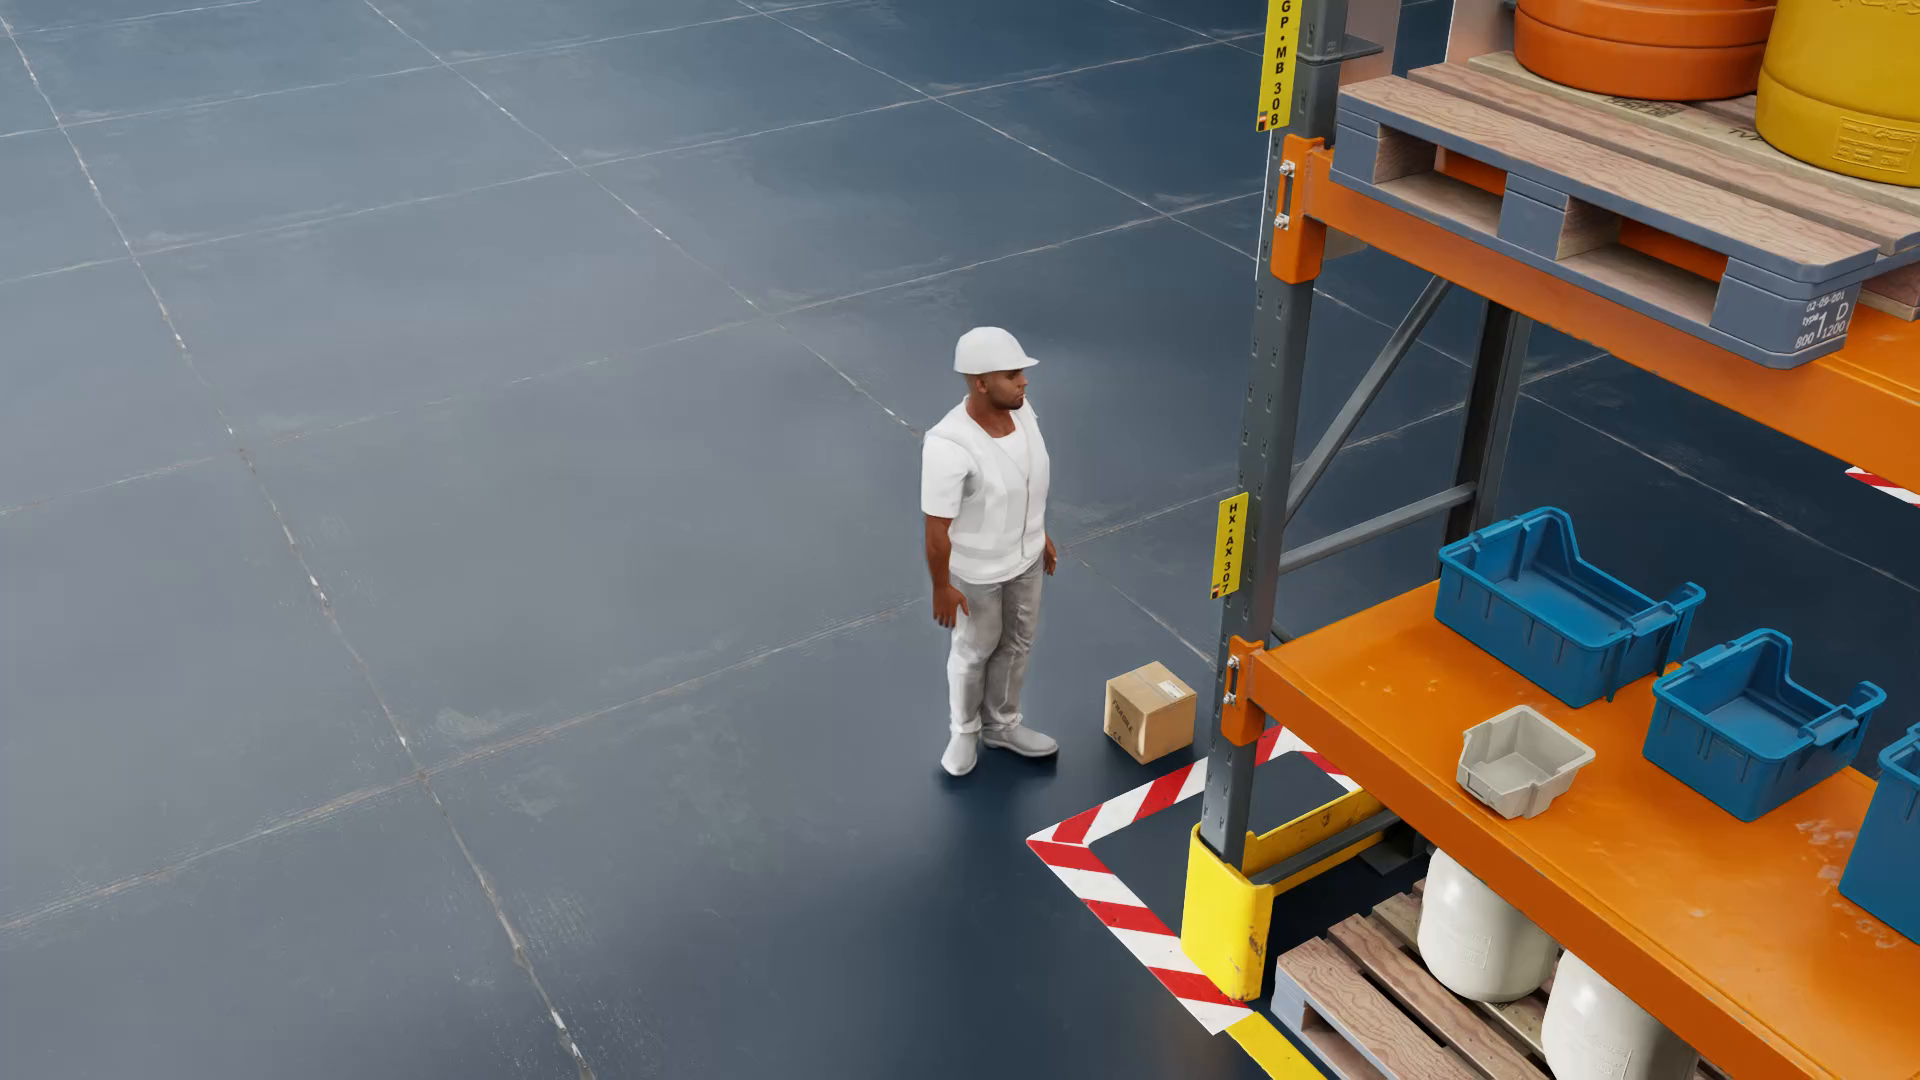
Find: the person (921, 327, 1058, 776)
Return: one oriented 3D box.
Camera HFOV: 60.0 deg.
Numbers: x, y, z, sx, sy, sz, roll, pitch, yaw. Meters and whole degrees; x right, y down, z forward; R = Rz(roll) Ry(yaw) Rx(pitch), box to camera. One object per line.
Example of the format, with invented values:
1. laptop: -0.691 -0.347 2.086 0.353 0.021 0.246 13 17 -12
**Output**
1. person: 0.122 0.073 5.963 0.404 1.769 0.585 26 41 34
